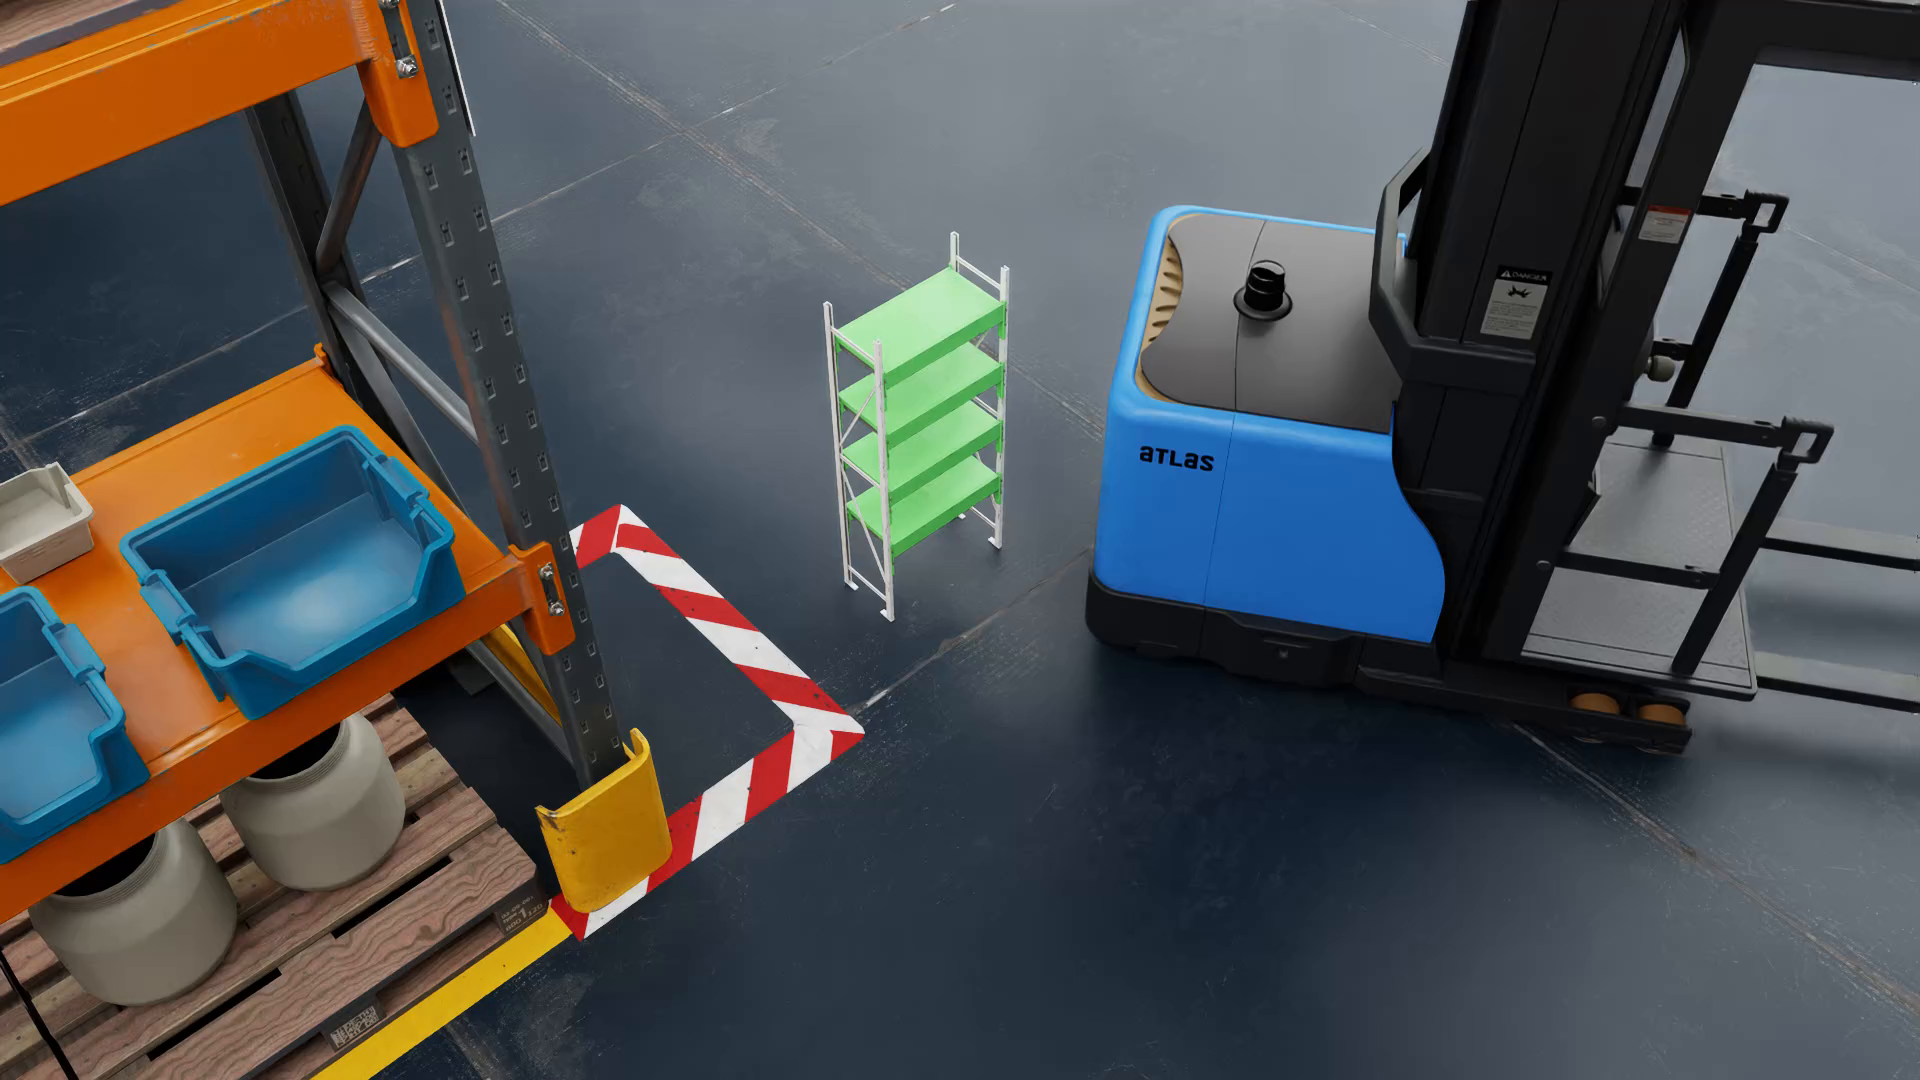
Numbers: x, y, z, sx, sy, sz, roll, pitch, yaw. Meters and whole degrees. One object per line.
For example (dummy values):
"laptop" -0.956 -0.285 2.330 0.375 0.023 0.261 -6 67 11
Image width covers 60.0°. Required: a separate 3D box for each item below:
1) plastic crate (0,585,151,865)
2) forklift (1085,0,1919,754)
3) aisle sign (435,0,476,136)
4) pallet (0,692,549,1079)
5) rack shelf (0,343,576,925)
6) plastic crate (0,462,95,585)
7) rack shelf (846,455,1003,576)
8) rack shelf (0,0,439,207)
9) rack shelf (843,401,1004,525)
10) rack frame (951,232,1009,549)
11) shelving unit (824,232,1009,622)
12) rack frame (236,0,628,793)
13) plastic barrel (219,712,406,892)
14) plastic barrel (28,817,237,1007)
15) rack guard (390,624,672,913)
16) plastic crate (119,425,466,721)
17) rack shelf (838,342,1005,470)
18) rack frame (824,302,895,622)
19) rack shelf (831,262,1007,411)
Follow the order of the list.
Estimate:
"plastic crate" -1.970 0.385 3.455 0.408 0.251 0.499 -34 56 -27
"forklift" 1.980 -0.764 4.460 3.031 2.935 1.130 9 48 8
"aisle sign" -1.064 -1.149 3.001 0.004 0.787 0.394 -34 56 -27
"pallet" -1.946 1.014 4.671 1.213 0.211 1.003 -34 56 -27
"rack shelf" -2.797 0.839 3.424 4.000 0.370 1.077 -34 56 -27
"plastic crate" -2.195 -0.037 3.922 0.250 0.136 0.298 -34 56 -27
"rack shelf" -0.122 -0.119 5.457 0.480 0.148 0.258 -34 56 -27
"rack shelf" -2.797 -0.178 2.322 4.000 0.370 1.077 -34 56 -27
"rack shelf" -0.122 -0.282 5.280 0.480 0.148 0.258 -34 56 -27
"rack frame" 0.058 -0.446 5.345 0.015 1.200 0.240 -34 56 -27
"shelving unit" -0.122 -0.325 5.234 0.503 1.200 0.258 -34 56 -27
"rack frame" -1.317 -0.394 4.072 0.127 3.000 1.000 -34 56 -27
"plastic barrel" -1.752 0.674 4.494 0.421 0.512 0.421 0 47 0
"plastic barrel" -2.123 0.922 4.265 0.421 0.512 0.421 0 47 0
"rack guard" -1.341 0.517 4.933 0.348 0.500 1.175 -34 56 -27
"plastic crate" -1.486 0.067 3.748 0.616 0.251 0.499 -34 56 -27
"rack shelf" -0.122 -0.444 5.104 0.480 0.148 0.258 -34 56 -27
"rack frame" -0.303 -0.204 5.122 0.015 1.200 0.240 -34 56 -27
"rack shelf" -0.122 -0.607 4.928 0.480 0.148 0.258 -34 56 -27
